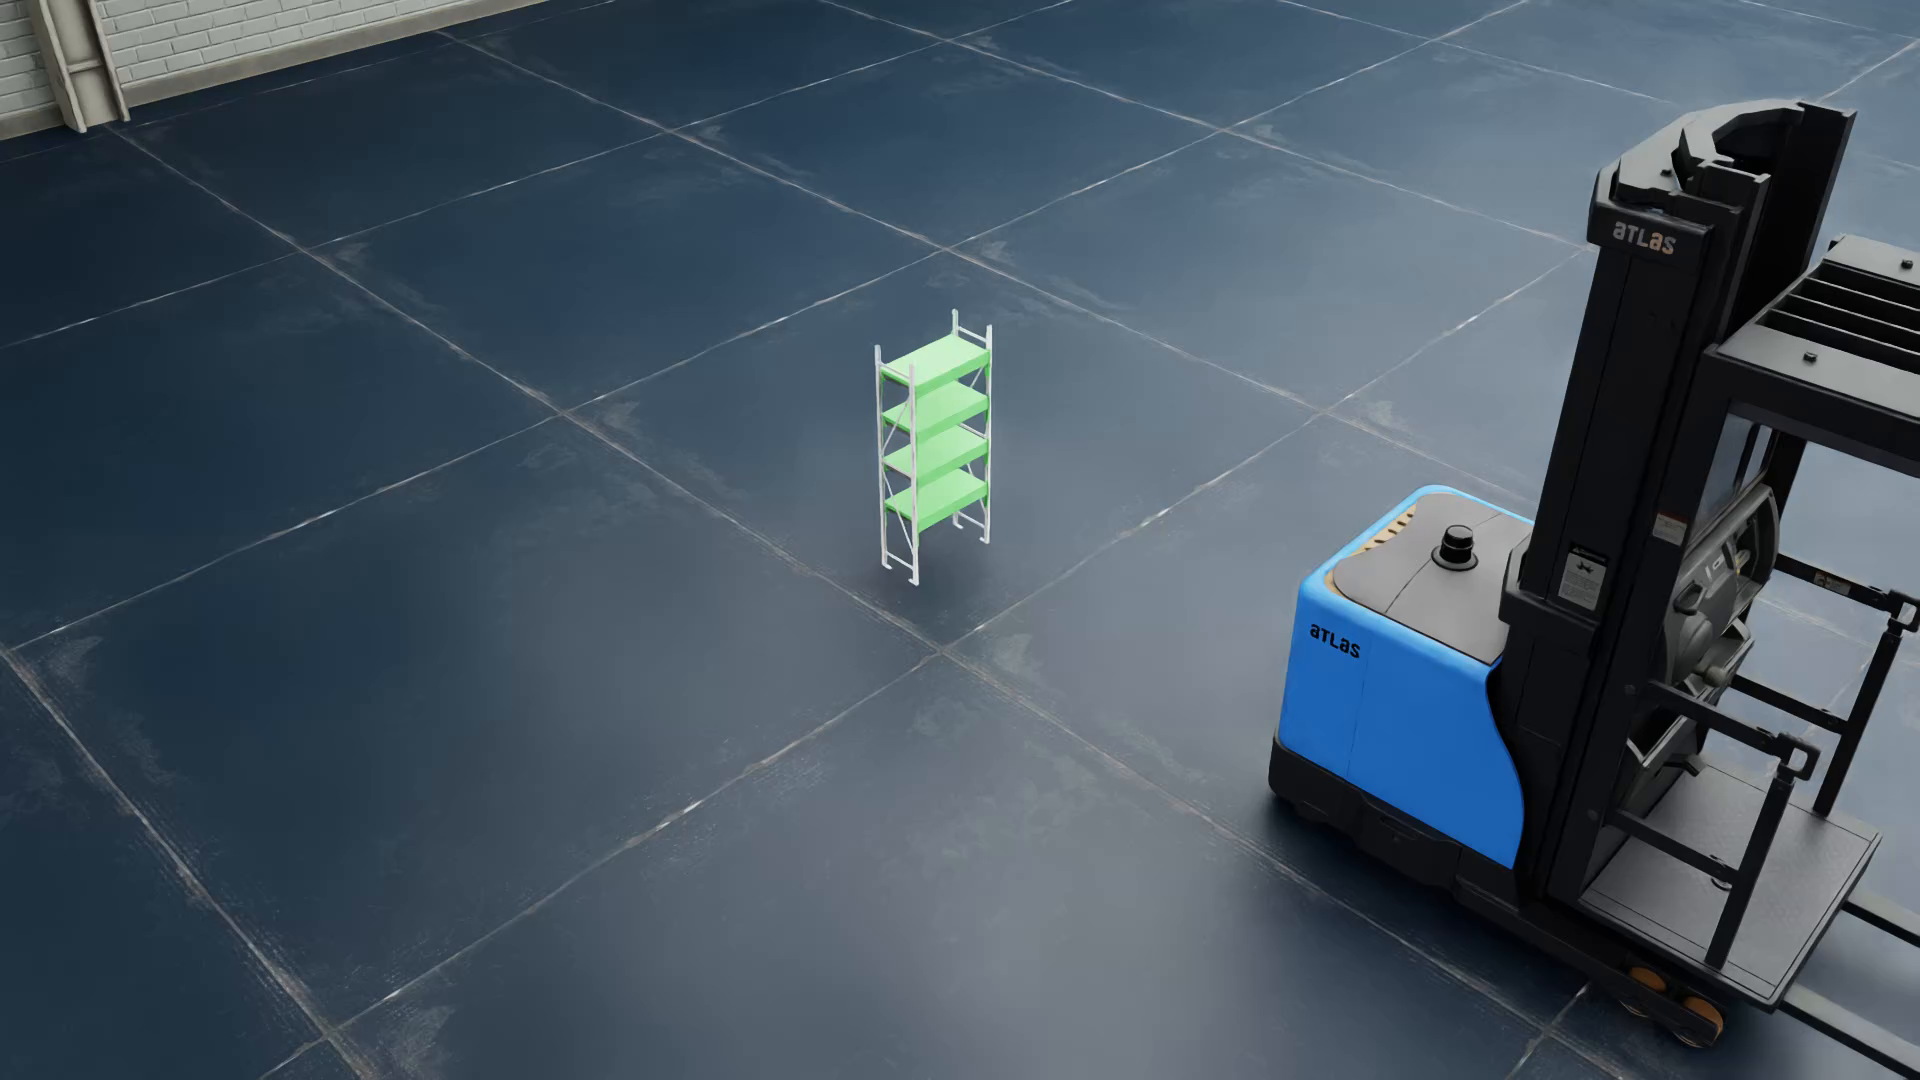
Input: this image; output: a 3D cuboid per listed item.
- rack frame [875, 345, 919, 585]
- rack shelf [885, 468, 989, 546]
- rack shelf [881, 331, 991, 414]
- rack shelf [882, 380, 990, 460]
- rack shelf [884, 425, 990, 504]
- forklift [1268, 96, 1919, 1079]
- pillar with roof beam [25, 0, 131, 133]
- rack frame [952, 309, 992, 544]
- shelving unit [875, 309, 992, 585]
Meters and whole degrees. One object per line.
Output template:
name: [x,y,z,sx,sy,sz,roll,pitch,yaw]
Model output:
rack frame: [-0.289,-0.326,7.668,0.240,1.200,0.015,30,45,35]
rack shelf: [-0.117,-0.176,7.984,0.258,0.148,0.480,30,45,35]
rack shelf: [-0.117,-0.766,7.572,0.258,0.148,0.480,30,45,35]
rack shelf: [-0.117,-0.569,7.710,0.258,0.148,0.480,30,45,35]
rack shelf: [-0.117,-0.373,7.847,0.258,0.148,0.480,30,45,35]
forklift: [2.670,0.205,5.394,3.031,2.935,1.130,28,43,34]
pillar with roof beam: [-3.641,-5.205,7.847,9.100,9.000,0.400,30,45,35]
rack frame: [0.055,-0.524,7.952,0.240,1.200,0.015,30,45,35]
shelving unit: [-0.117,-0.425,7.810,0.258,1.200,0.503,30,45,35]
